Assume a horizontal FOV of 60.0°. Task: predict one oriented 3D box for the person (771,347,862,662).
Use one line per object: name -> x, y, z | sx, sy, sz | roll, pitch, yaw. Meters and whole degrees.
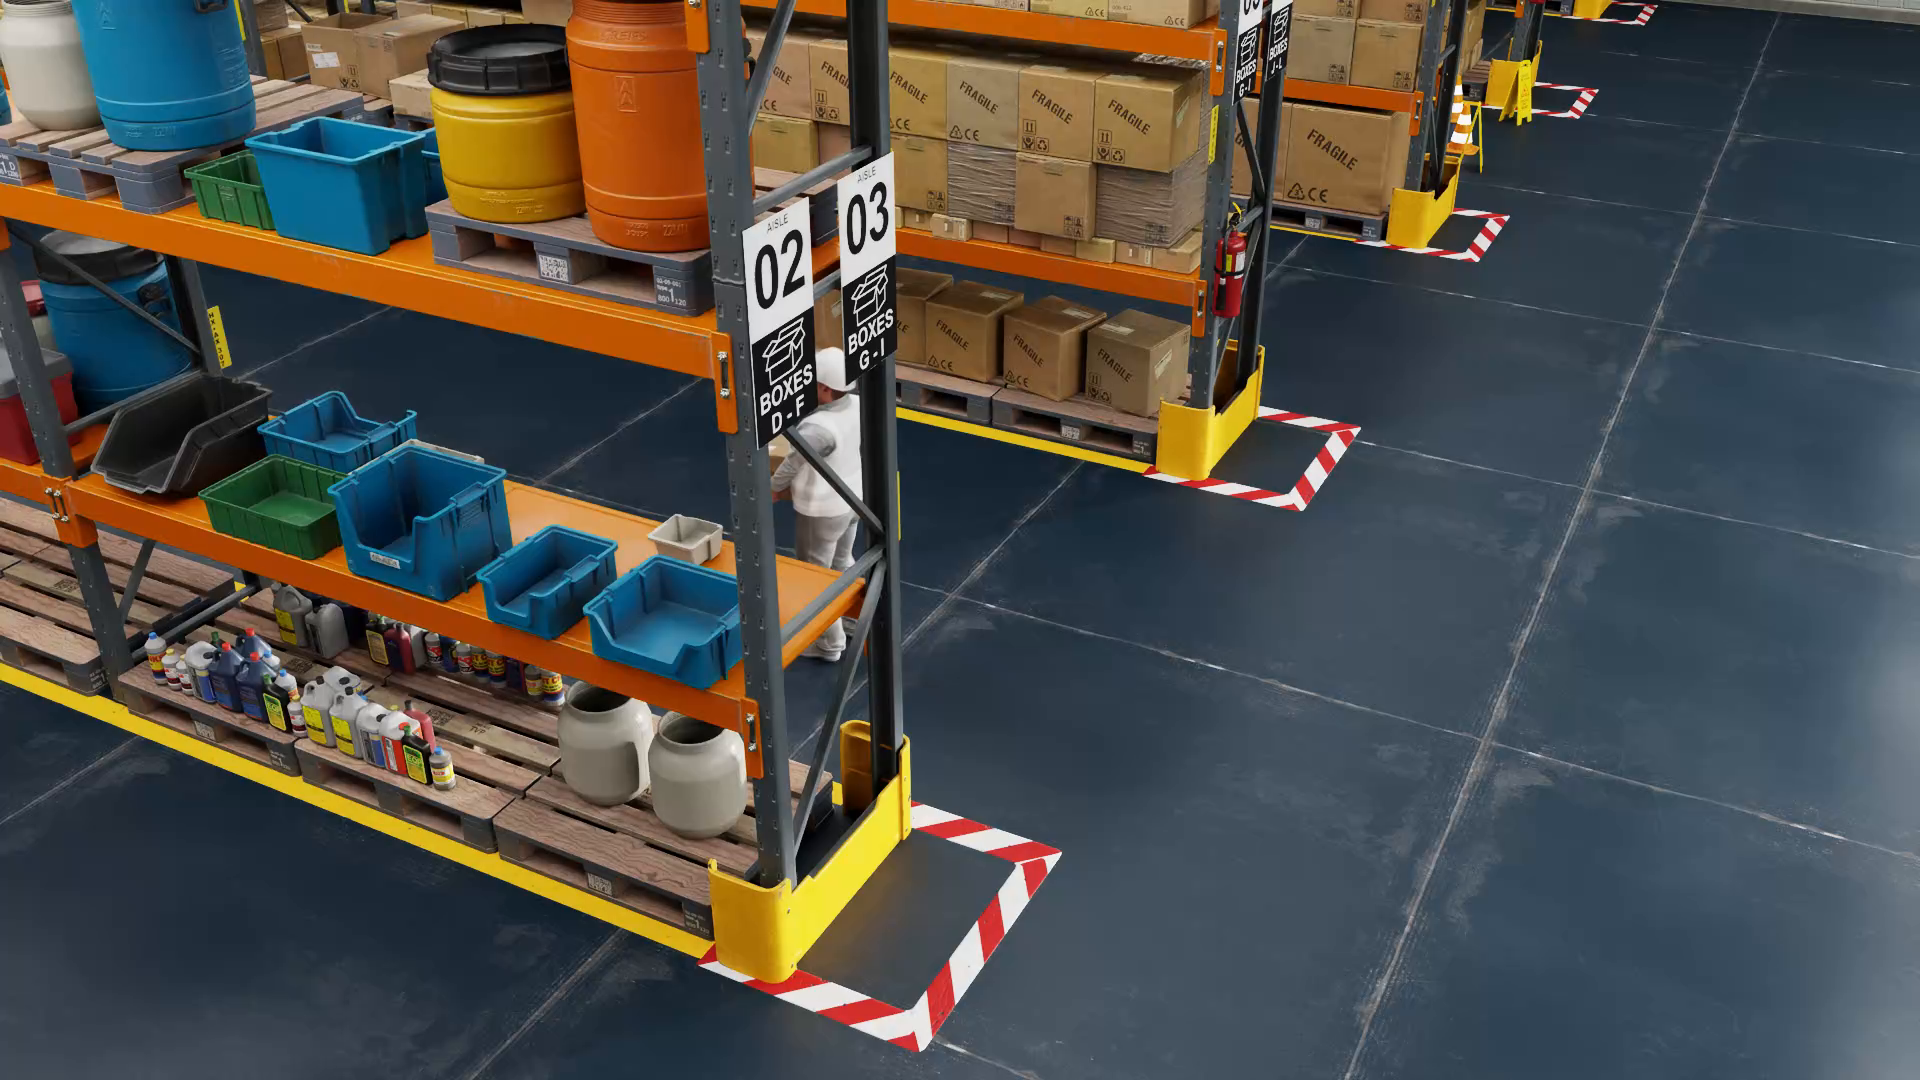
person -> -0.761, -0.209, 8.640 | 0.557, 1.762, 0.494 | 14, 33, 23
